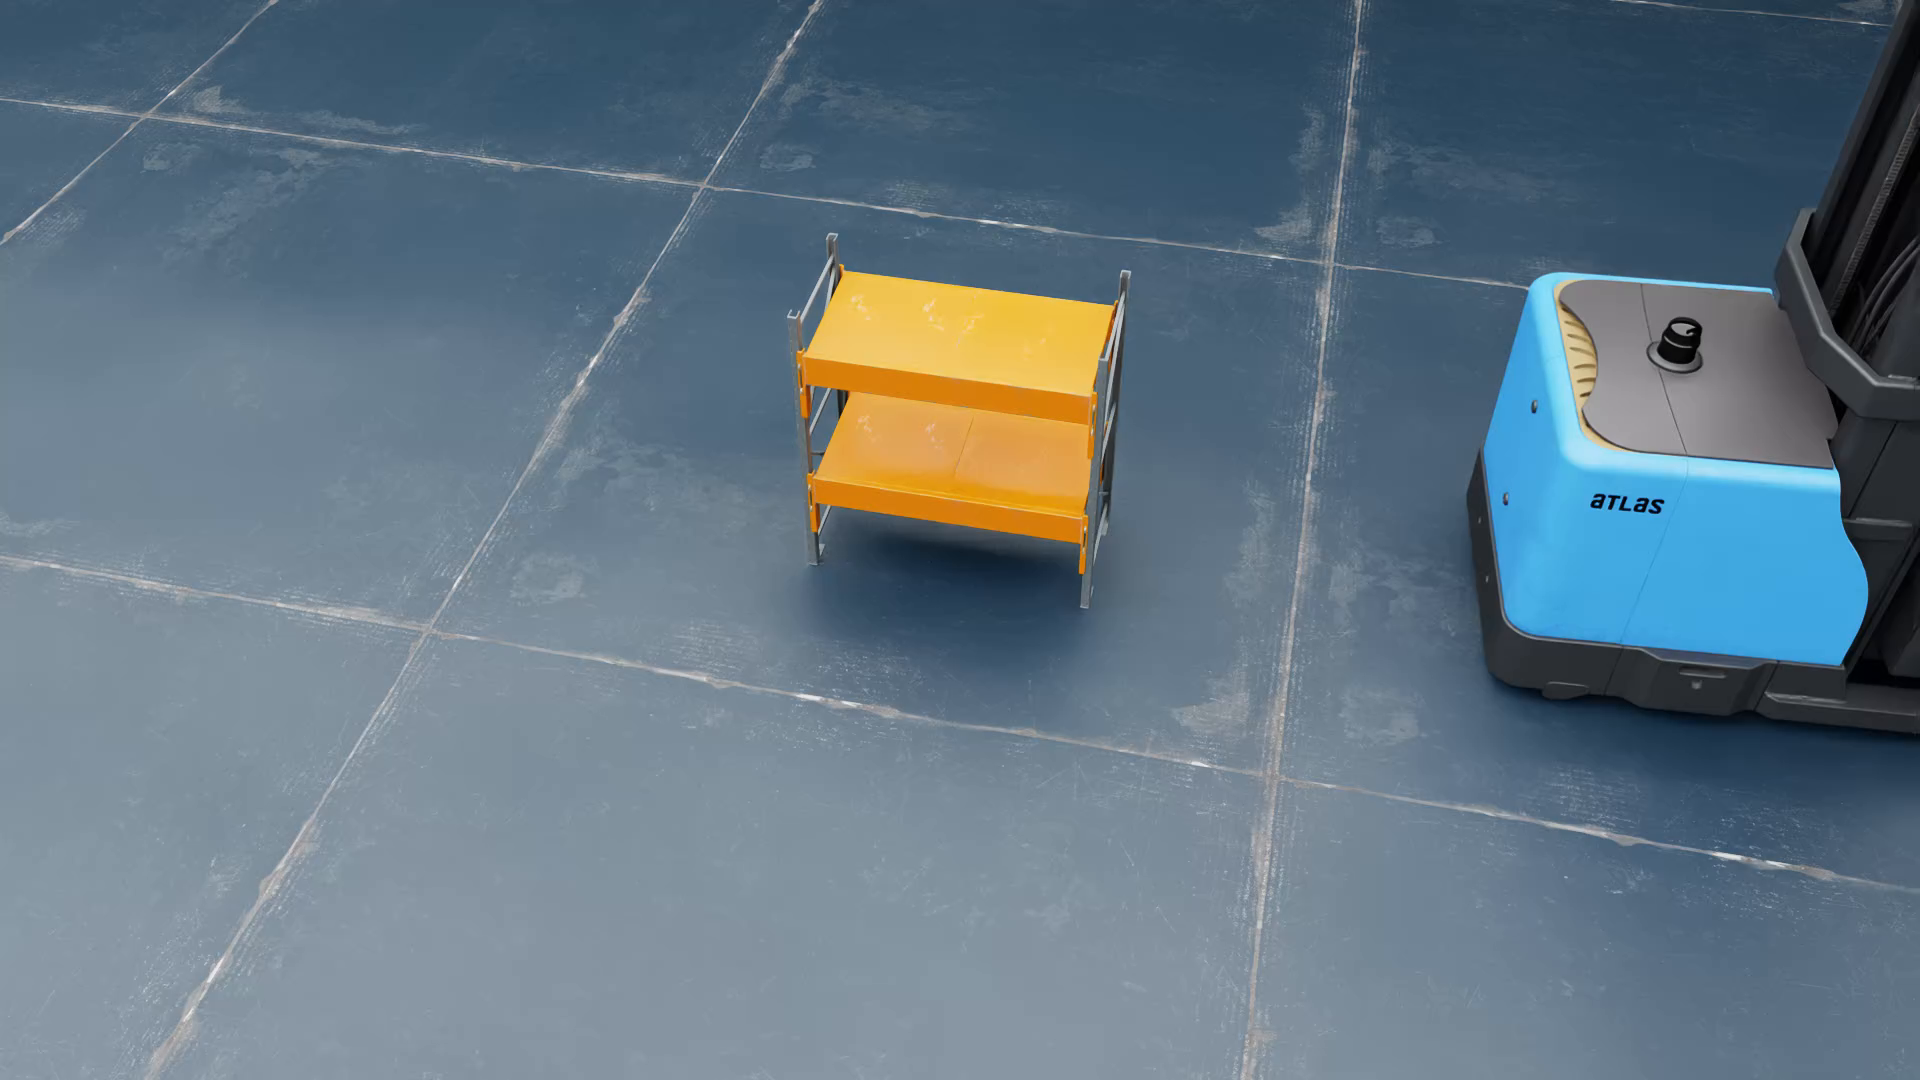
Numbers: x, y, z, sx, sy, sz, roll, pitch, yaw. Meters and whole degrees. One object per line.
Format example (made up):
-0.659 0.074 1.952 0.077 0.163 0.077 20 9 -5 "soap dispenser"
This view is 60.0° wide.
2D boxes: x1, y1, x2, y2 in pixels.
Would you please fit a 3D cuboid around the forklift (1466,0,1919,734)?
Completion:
3.365 -0.733 4.898 3.031 2.935 1.130 5 44 6 "forklift"

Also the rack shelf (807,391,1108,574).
0.007 -0.228 6.028 1.000 0.278 0.538 9 45 9 "rack shelf"

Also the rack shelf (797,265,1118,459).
0.007 -0.615 5.656 1.000 0.278 0.538 9 45 9 "rack shelf"

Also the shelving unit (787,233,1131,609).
0.007 -0.404 5.859 1.048 1.125 0.538 9 45 9 "shelving unit"

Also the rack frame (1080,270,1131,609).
0.503 -0.327 5.779 0.032 1.125 0.500 9 45 9 "rack frame"

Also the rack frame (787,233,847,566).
-0.489 -0.481 5.939 0.032 1.125 0.500 9 45 9 "rack frame"
